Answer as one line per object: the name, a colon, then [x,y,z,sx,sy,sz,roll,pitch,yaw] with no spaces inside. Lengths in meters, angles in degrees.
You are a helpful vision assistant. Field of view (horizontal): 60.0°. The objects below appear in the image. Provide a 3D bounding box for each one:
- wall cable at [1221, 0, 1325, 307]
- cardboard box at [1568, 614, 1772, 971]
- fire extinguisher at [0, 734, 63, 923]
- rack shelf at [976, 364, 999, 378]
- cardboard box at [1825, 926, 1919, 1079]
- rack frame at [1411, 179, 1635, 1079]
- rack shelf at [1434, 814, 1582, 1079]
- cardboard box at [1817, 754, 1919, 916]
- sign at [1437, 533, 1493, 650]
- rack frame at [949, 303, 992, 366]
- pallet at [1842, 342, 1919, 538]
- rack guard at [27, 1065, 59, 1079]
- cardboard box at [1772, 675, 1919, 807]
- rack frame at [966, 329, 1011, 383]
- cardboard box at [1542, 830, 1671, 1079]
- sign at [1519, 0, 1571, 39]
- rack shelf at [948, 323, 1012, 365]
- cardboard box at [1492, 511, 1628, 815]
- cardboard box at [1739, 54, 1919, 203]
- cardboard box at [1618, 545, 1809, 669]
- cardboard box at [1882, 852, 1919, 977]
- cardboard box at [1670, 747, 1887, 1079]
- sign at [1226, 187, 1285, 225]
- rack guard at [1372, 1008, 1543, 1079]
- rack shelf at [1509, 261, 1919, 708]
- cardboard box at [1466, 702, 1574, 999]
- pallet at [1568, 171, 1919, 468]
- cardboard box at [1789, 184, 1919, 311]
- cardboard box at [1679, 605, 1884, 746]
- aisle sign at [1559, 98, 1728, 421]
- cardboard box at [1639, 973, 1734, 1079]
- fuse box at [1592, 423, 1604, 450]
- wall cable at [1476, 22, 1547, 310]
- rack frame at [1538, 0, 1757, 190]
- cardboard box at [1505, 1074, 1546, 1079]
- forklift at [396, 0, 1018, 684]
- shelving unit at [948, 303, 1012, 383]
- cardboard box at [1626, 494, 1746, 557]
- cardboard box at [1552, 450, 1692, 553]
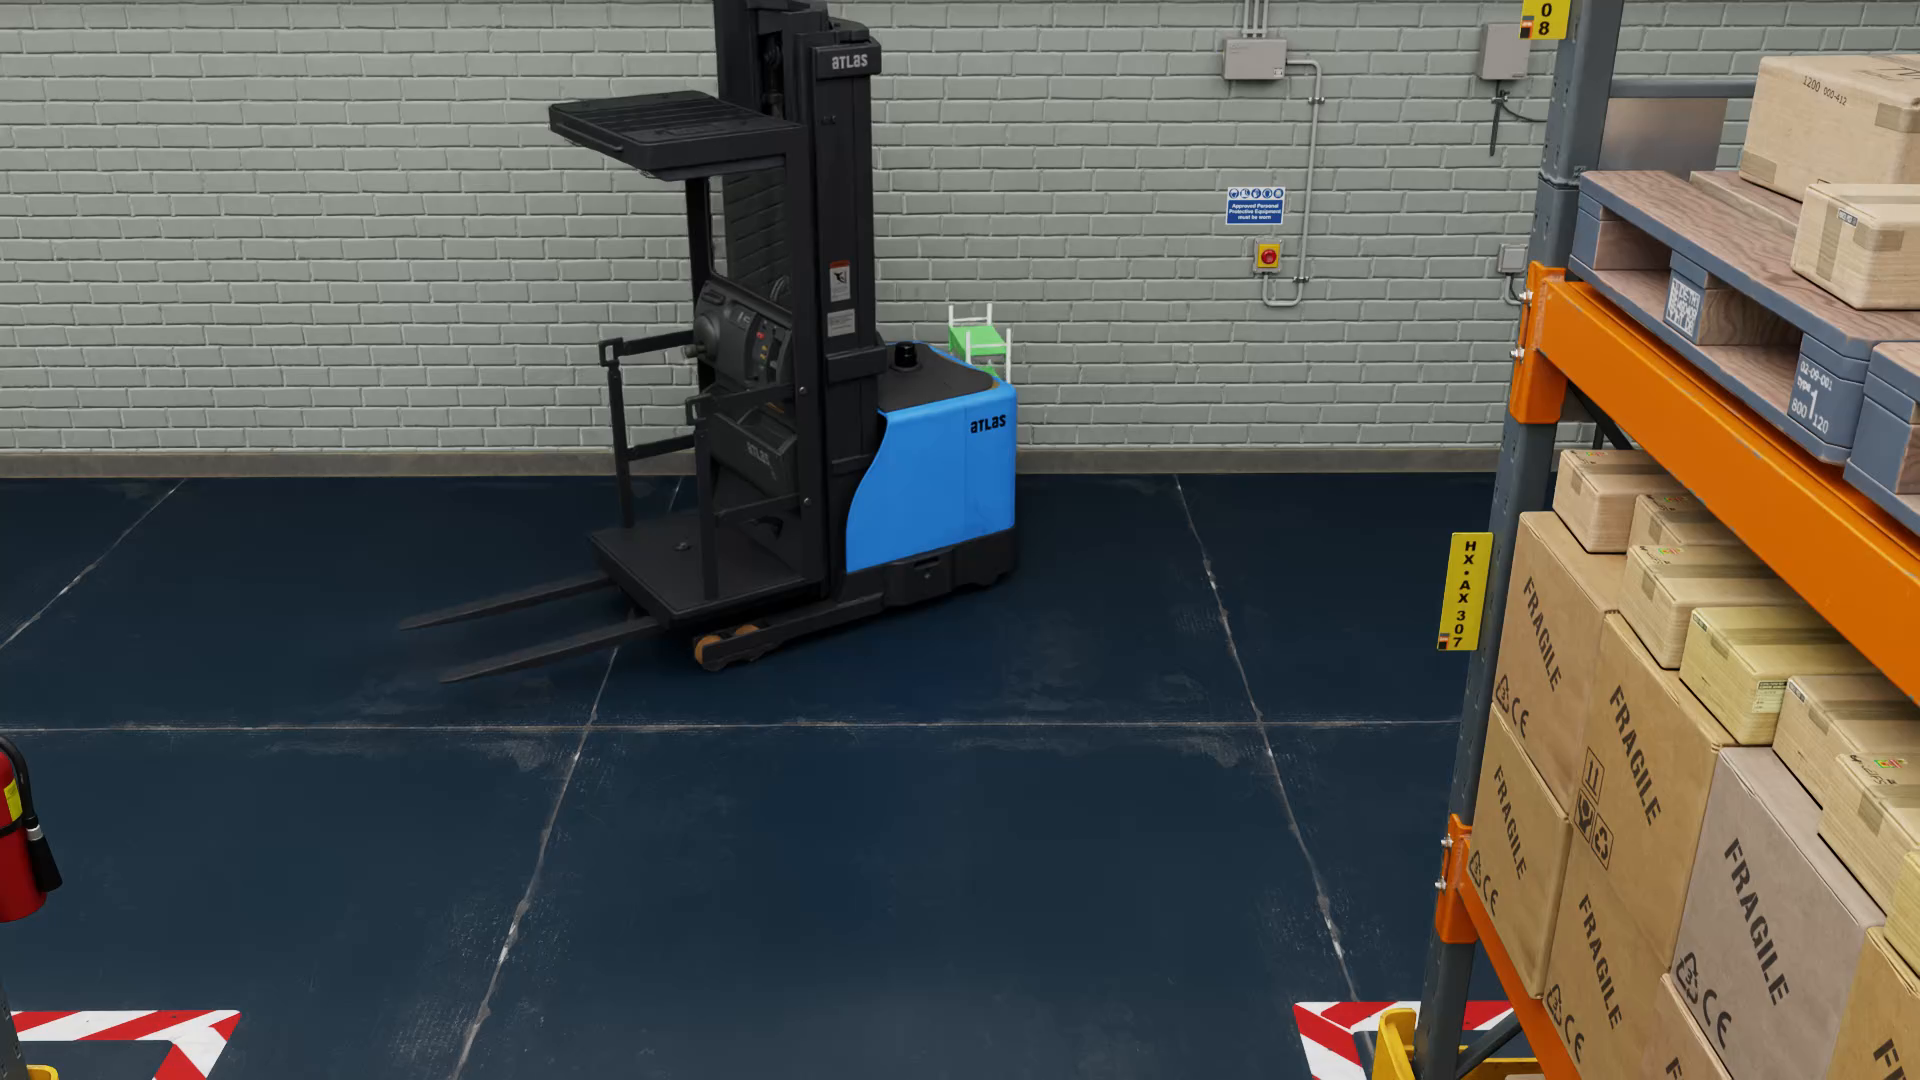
wall cable: [1.737,-2.239,9.289,0.585,1.953,0.123,0,24,-1]
cardboard box: [1.555,0.473,3.230,0.500,0.500,0.500,-1,24,-2]
fire extinguisher: [-2.668,0.725,4.553,0.296,0.674,0.183,0,24,-1]
rack shelf: [0.103,-0.821,9.182,0.258,0.148,0.480,-5,25,-10]
cardboard box: [1.574,0.890,2.306,0.500,0.500,0.500,0,24,0]
rack frame: [1.822,0.562,4.367,1.000,3.000,0.127,0,24,-1]
rack shelf: [1.844,1.714,2.693,1.077,0.370,4.000,0,24,-1]
cardboard box: [1.548,0.448,2.499,0.380,0.149,0.250,0,24,0]
sign: [1.267,0.132,4.173,0.100,0.325,0.005,0,24,-1]
rack frame: [0.057,-0.759,9.473,0.240,1.200,0.015,-5,25,-10]
pallet: [1.856,0.045,1.977,1.003,0.211,1.213,0,24,-1]
rack guard: [-3.126,1.796,4.672,1.175,0.500,0.348,0,24,-1]
cardboard box: [1.587,0.345,2.726,0.380,0.149,0.250,0,24,0]
rack frame: [0.150,-0.562,9.036,0.240,1.200,0.015,-5,25,-10]
cardboard box: [1.573,0.924,3.446,0.500,0.500,0.500,-1,24,-1]
sign: [1.267,-1.239,3.553,0.100,0.325,0.005,0,24,-1]
rack shelf: [0.103,-1.040,9.083,0.258,0.148,0.480,-5,25,-10]
cardboard box: [1.542,0.260,3.701,0.500,0.500,0.500,-1,24,-2]
cardboard box: [1.917,-0.788,3.264,0.500,0.250,0.500,-2,24,-5]
cardboard box: [1.511,0.128,3.205,0.380,0.149,0.250,0,24,1]
cardboard box: [1.524,0.552,2.267,0.380,0.149,0.250,-1,24,-2]
cardboard box: [1.568,0.685,2.761,0.500,0.500,0.500,0,24,-1]
sign: [1.688,-1.910,9.504,0.327,0.218,0.001,0,24,-1]
rack guard: [1.821,1.691,4.904,1.175,0.500,0.348,0,24,-1]
rack shelf: [1.844,0.347,2.075,1.077,0.370,4.000,0,24,-1]
cardboard box: [1.540,0.716,3.907,0.500,0.500,0.500,0,24,-1]
pallet: [1.840,-0.459,3.092,1.003,0.211,1.213,0,24,-1]
cardboard box: [1.604,-0.478,2.700,0.380,0.149,0.250,1,24,1]
cardboard box: [1.532,0.237,2.965,0.380,0.149,0.250,-1,24,-2]
aisle sign: [1.531,-0.651,3.894,0.394,0.787,0.004,0,24,-1]
cardboard box: [1.561,1.134,2.982,0.500,0.500,0.500,0,24,-1]
fuse box: [3.839,-1.124,9.658,0.539,1.711,0.414,0,24,-1]
wall cable: [3.155,-2.235,9.320,0.588,1.984,0.122,0,24,-1]
rack frame: [1.822,-2.171,3.131,1.000,3.000,0.127,0,24,-1]
cardboard box: [1.929,1.810,4.208,0.875,0.438,0.875,-1,24,-2]
forklift: [-1.210,-0.963,7.822,3.031,2.935,1.130,-15,28,-30]
shelving unit: [0.103,-0.661,9.254,0.258,1.200,0.503,-5,25,-10]
cardboard box: [1.623,0.021,3.443,0.380,0.149,0.250,0,24,1]
cardboard box: [1.549,-0.087,3.681,0.380,0.149,0.250,0,24,1]
